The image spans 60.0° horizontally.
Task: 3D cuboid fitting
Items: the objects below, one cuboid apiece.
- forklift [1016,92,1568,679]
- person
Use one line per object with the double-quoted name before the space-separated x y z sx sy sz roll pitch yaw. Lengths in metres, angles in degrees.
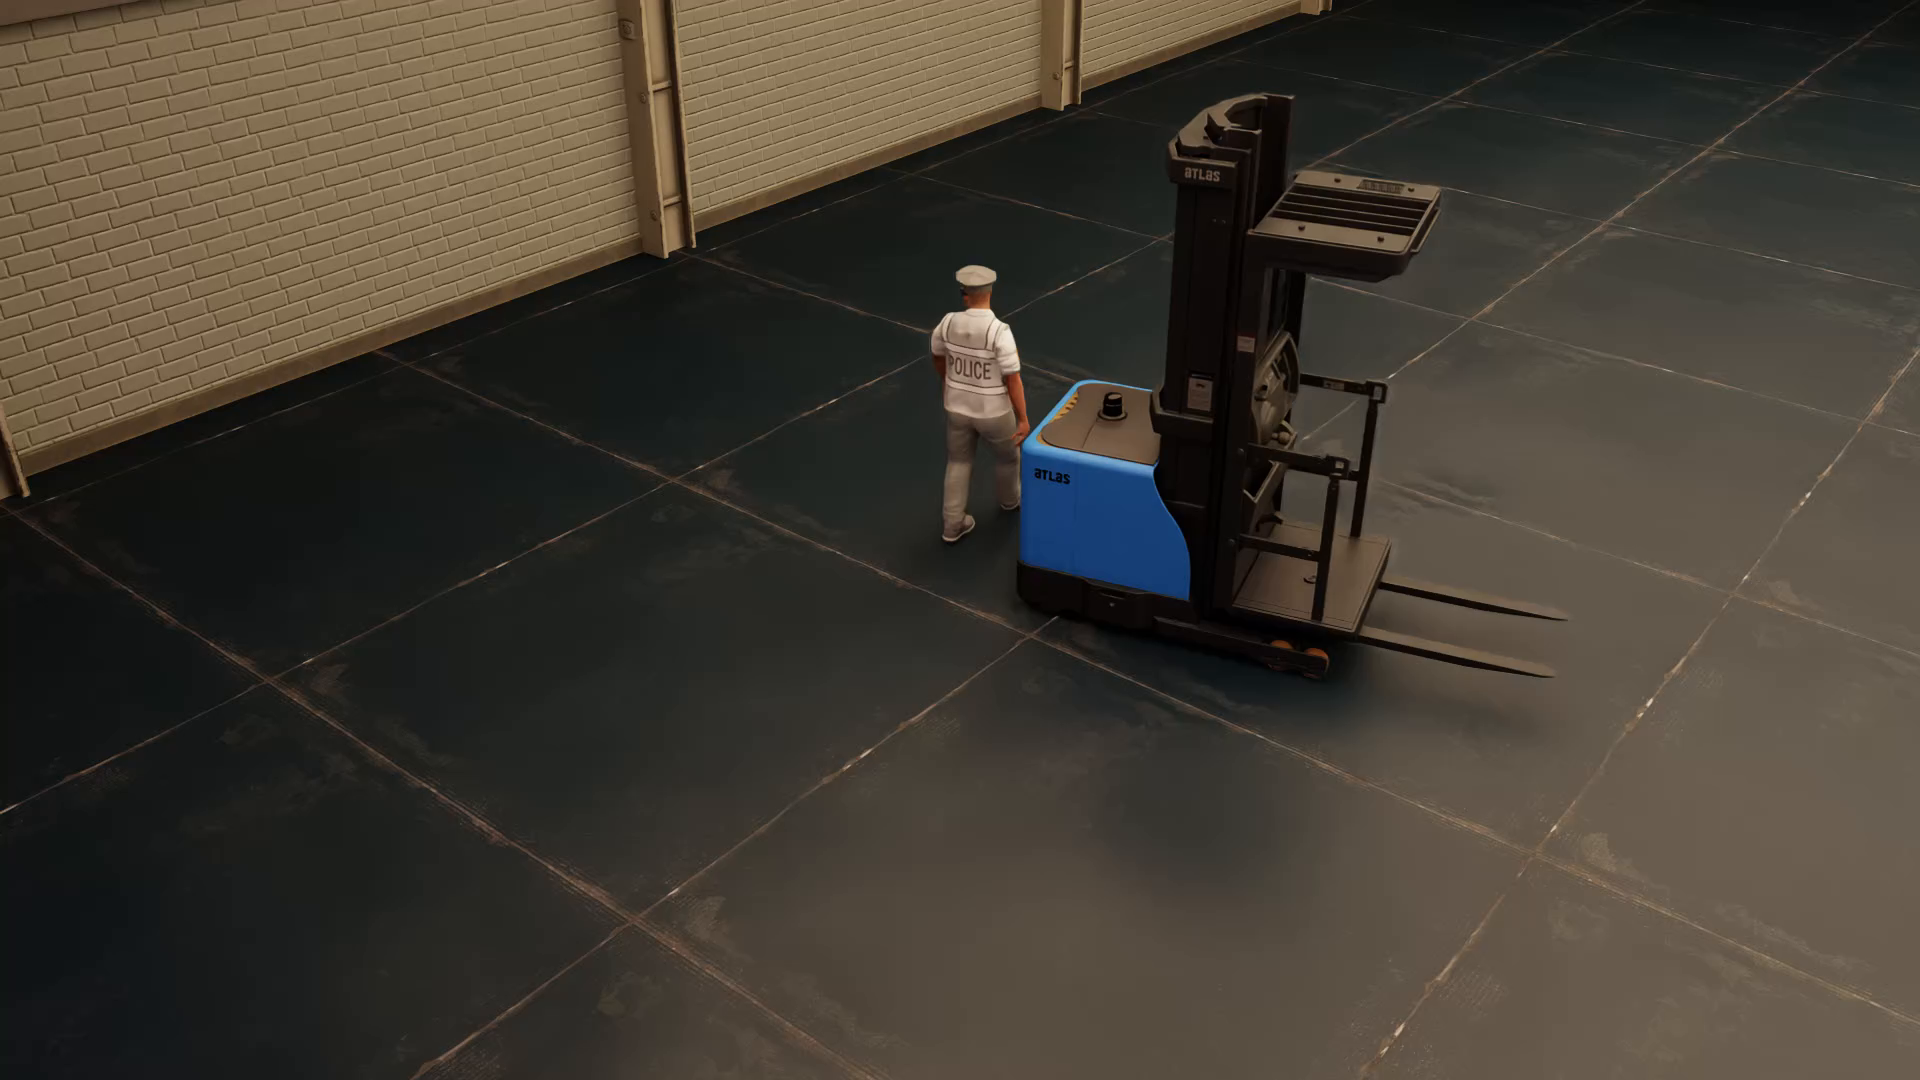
"forklift" 1.897 -0.805 8.973 3.031 2.935 1.130 12 33 20
"person" 0.180 -0.881 10.316 0.724 1.714 0.830 14 33 22
